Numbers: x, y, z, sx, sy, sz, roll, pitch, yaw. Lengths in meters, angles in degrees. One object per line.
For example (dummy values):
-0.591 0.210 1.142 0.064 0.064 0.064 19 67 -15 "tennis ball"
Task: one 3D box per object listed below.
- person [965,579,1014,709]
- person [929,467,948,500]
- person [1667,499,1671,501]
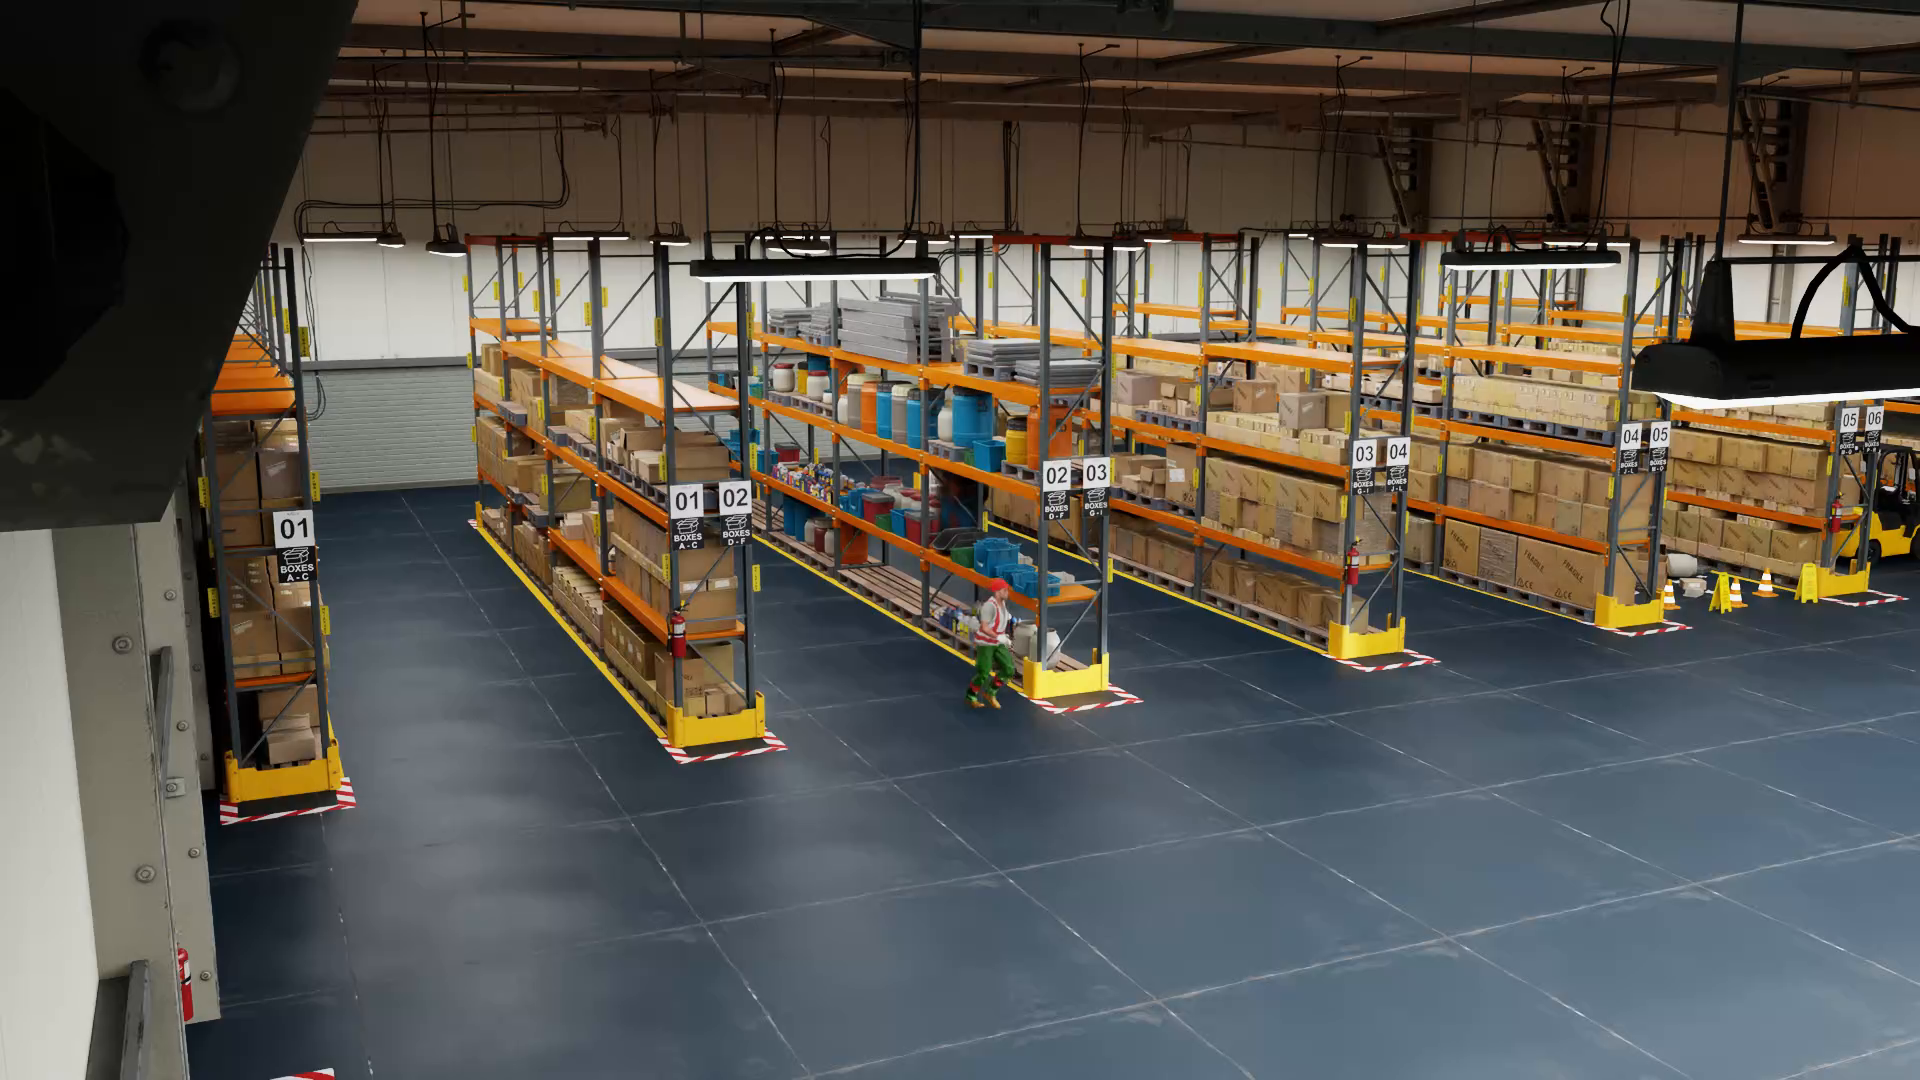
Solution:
0.434 1.346 21.515 0.713 1.746 0.730 8 13 34 "person"
-0.478 -0.844 33.007 0.586 1.739 0.838 -5 12 -24 "person"
14.420 -0.948 33.565 0.661 1.723 0.697 -7 13 -31 "person"
